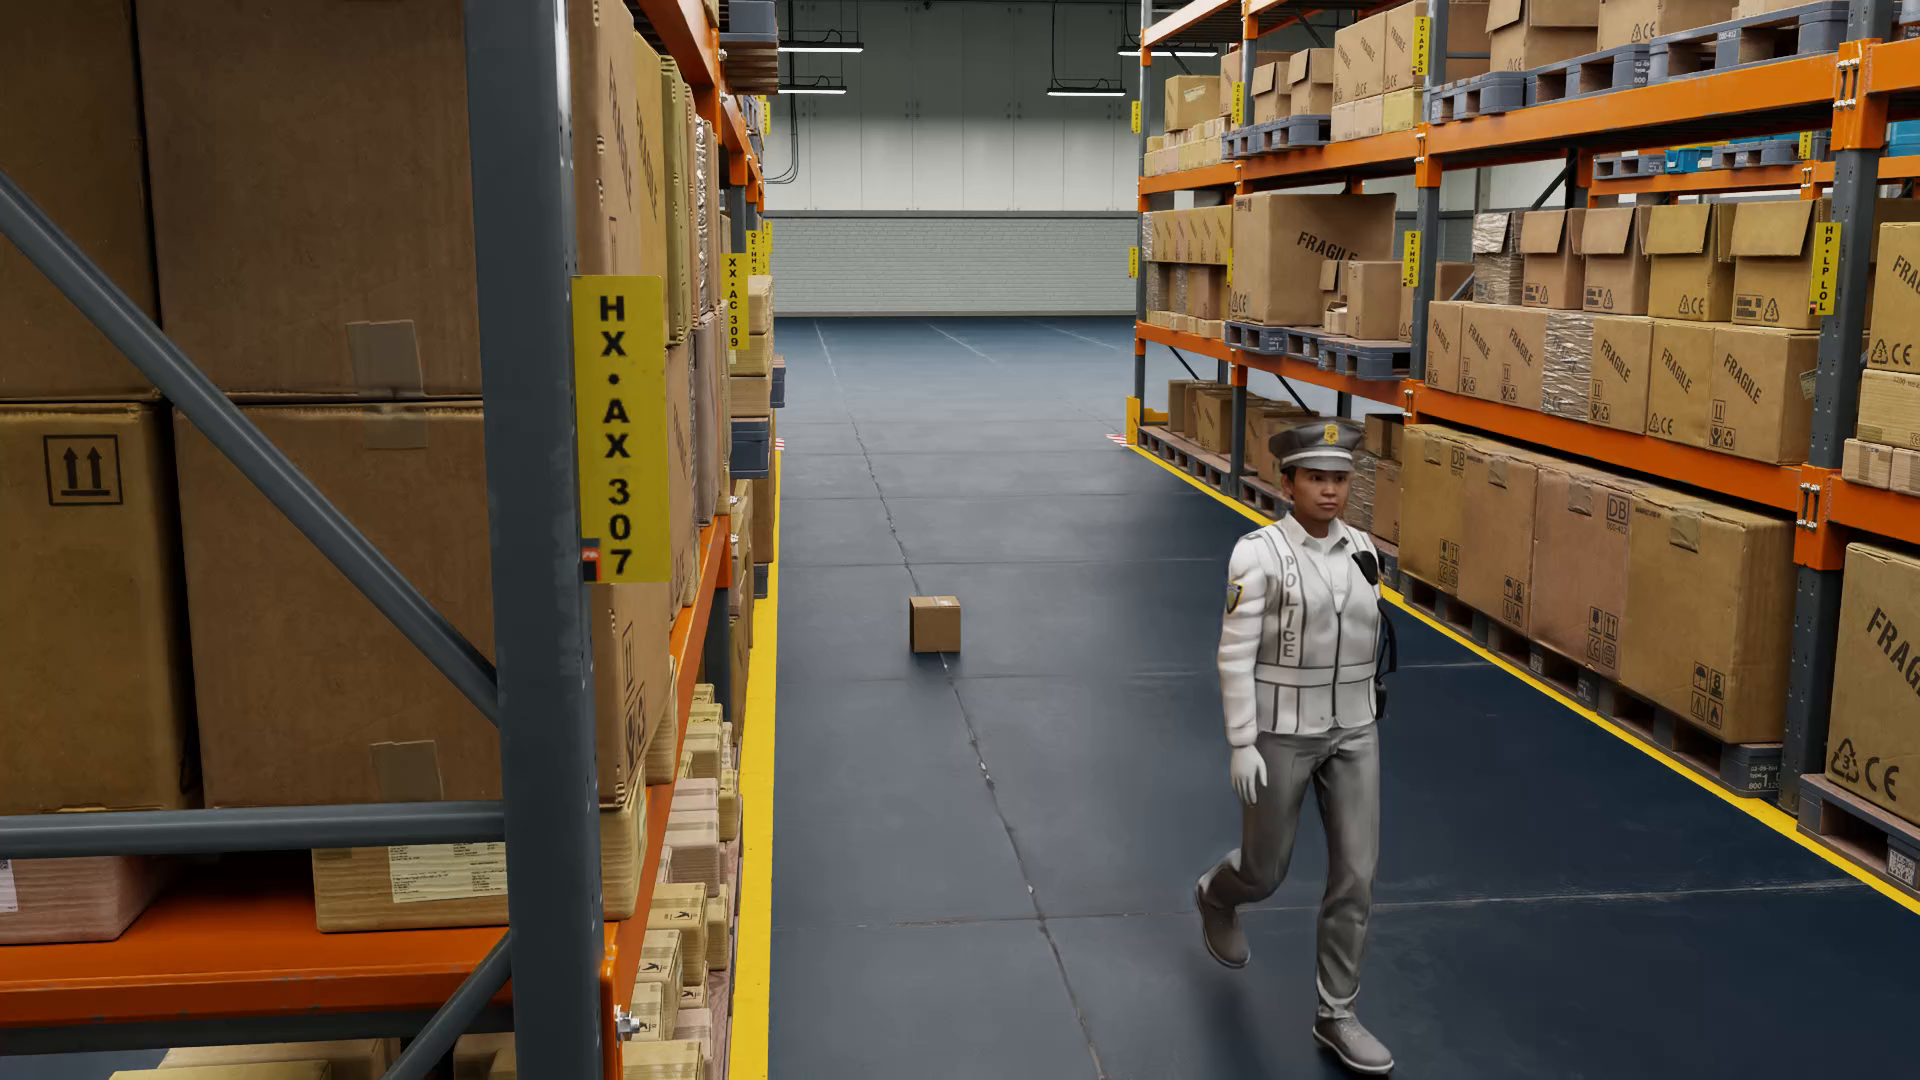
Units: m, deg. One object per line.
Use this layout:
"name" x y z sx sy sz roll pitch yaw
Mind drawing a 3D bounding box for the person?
"person" 0.908 0.498 4.467 0.494 1.658 0.811 -3 11 -16
